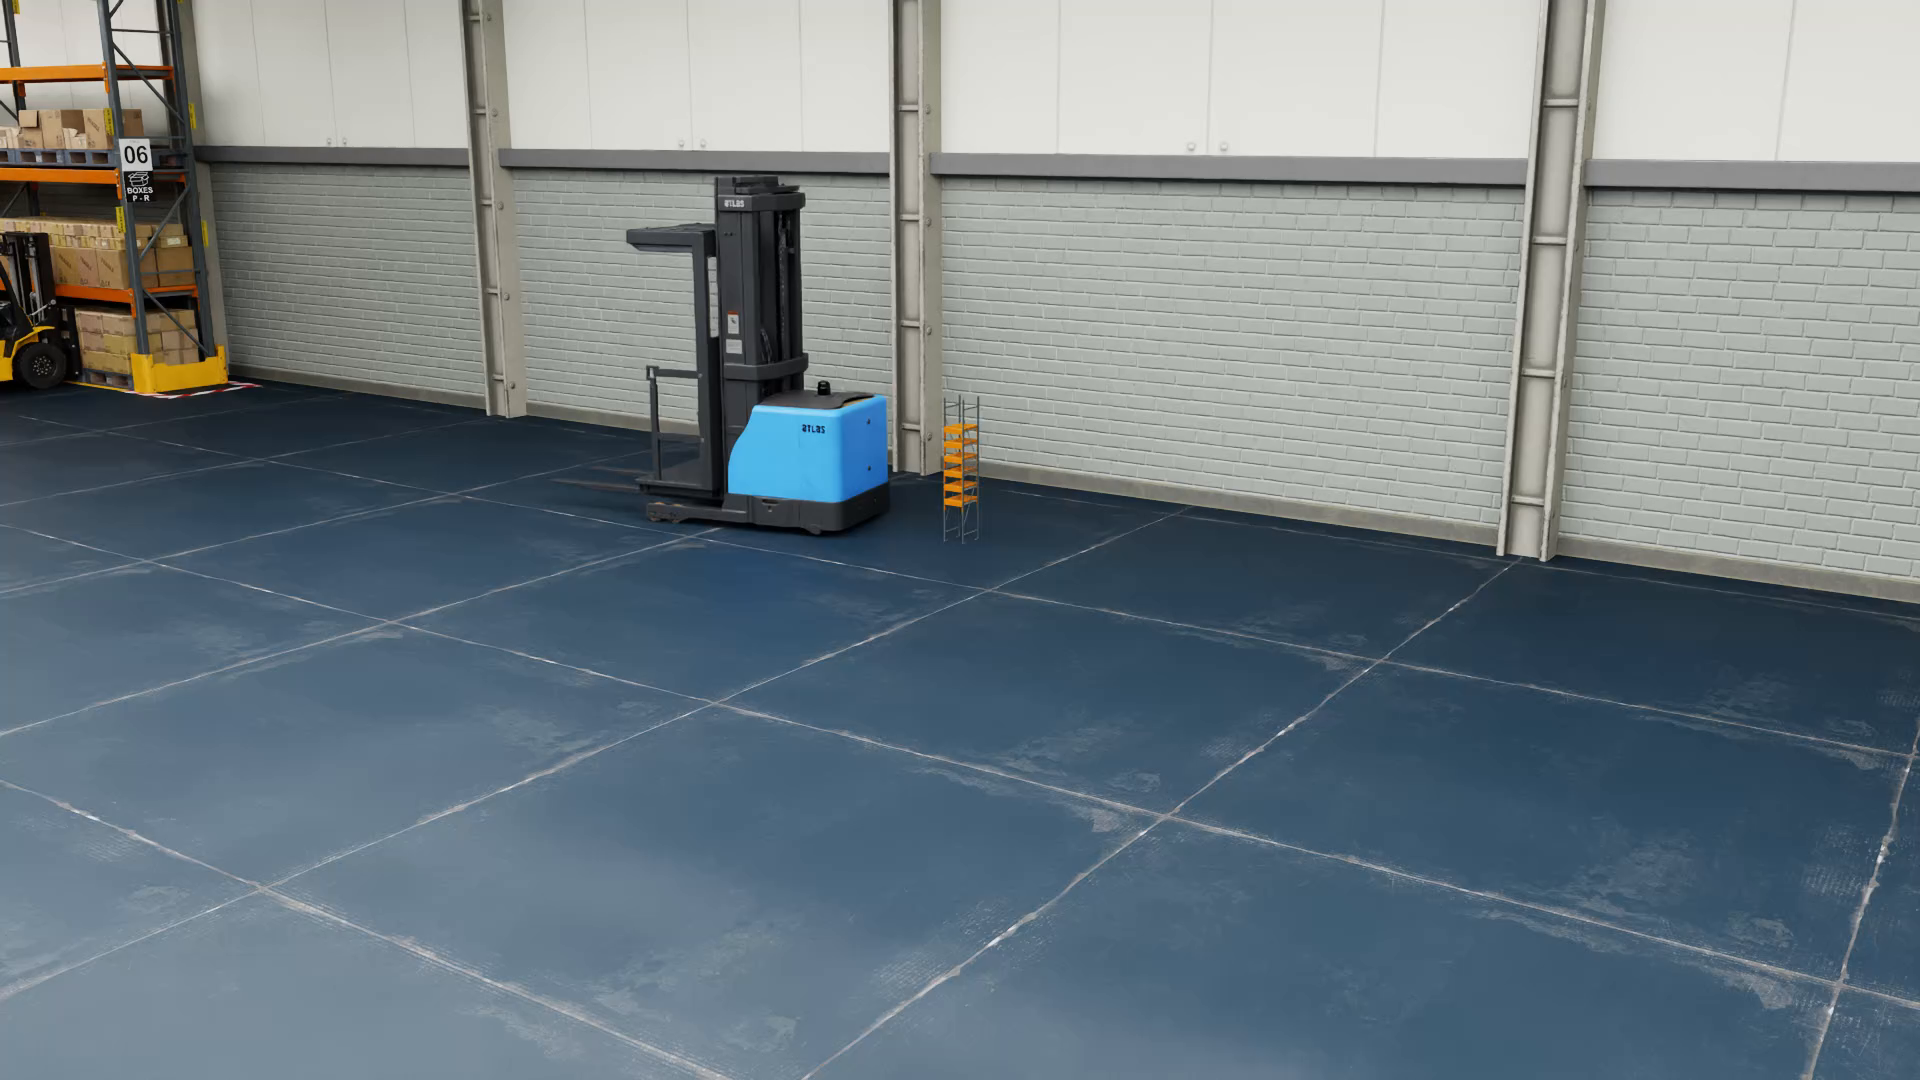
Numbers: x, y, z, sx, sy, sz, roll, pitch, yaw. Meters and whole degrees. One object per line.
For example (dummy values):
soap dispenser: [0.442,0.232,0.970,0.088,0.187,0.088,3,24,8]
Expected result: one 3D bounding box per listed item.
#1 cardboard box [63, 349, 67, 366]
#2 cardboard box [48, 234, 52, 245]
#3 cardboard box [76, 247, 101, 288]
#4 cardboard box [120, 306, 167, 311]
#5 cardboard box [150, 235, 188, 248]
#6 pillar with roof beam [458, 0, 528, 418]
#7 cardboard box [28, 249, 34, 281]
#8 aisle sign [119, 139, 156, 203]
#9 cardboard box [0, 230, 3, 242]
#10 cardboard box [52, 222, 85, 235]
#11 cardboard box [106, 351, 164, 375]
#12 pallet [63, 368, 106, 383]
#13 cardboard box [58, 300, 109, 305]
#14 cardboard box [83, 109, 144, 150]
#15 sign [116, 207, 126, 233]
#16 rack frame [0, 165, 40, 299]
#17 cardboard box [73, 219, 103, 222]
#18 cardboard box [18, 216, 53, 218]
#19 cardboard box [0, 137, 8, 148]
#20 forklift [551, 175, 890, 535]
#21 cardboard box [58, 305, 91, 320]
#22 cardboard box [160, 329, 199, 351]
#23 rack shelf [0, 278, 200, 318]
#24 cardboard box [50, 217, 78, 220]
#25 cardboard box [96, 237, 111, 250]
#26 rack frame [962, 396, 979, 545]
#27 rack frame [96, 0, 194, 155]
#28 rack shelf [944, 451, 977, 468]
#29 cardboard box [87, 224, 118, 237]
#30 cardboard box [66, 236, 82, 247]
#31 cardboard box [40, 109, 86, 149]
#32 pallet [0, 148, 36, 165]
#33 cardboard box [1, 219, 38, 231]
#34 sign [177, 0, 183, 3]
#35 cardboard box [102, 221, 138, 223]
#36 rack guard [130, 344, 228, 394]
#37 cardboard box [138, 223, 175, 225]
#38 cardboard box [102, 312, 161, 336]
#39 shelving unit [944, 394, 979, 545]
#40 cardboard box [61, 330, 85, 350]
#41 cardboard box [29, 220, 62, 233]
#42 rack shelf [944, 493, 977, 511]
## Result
cardboard box: [-12.135,-2.555,22.750,0.500,0.250,0.500,10,17,35]
cardboard box: [-12.238,-4.076,22.490,0.250,0.149,0.380,9,16,32]
cardboard box: [-11.288,-3.617,21.983,0.500,0.500,0.500,10,17,35]
cardboard box: [-11.018,-3.006,22.491,0.500,0.250,0.500,9,17,33]
cardboard box: [-10.445,-3.944,21.954,0.250,0.149,0.380,9,16,31]
pillar with roof beam: [-7.807,-5.005,15.315,0.400,9.000,9.100,9,17,33]
cardboard box: [-12.542,-3.822,22.813,0.500,0.500,0.500,9,17,32]
aisle sign: [-10.417,-4.678,21.066,0.004,0.787,0.394,9,17,33]
cardboard box: [-13.294,-4.253,23.204,0.250,0.149,0.380,10,17,34]
cardboard box: [-11.838,-4.148,22.160,0.250,0.149,0.380,10,17,34]
cardboard box: [-10.874,-2.352,21.931,0.500,0.250,0.500,9,17,33]
pallet: [-11.974,-2.387,23.028,1.213,0.211,1.003,9,17,33]
cardboard box: [-12.270,-3.211,23.320,0.500,0.250,0.500,9,17,33]
cardboard box: [-10.811,-5.251,21.260,0.500,0.500,0.500,10,17,35]
sign: [-10.622,-4.054,21.054,0.005,0.325,0.100,9,17,33]
rack frame: [-13.627,-4.019,23.818,0.127,3.000,1.000,9,17,33]
cardboard box: [-11.956,-4.326,22.881,0.250,0.149,0.380,10,17,34]
cardboard box: [-13.194,-4.545,23.763,0.250,0.149,0.380,9,17,33]
cardboard box: [-12.787,-5.382,22.521,0.250,0.149,0.380,10,17,34]
forklift: [-2.187,-1.678,14.502,3.031,2.935,1.130,6,15,22]
cardboard box: [-12.132,-3.040,22.627,0.500,0.250,0.500,9,16,32]
cardboard box: [-10.582,-2.699,22.293,0.500,0.250,0.500,10,17,34]
rack shelf: [-11.968,-3.402,22.821,4.000,0.370,1.077,9,17,33]
cardboard box: [-12.539,-4.449,23.376,0.250,0.149,0.380,9,16,32]
cardboard box: [-10.981,-3.865,21.638,0.250,0.149,0.380,9,17,34]
rack frame: [0.088,-0.568,13.622,0.006,1.200,0.240,9,17,33]
rack frame: [-10.308,-6.395,20.930,0.127,3.000,1.000,9,17,33]
rack shelf: [0.012,-0.654,13.653,0.180,0.103,0.258,9,17,33]
cardboard box: [-11.177,-4.053,21.778,0.250,0.149,0.380,10,17,34]
cardboard box: [-11.609,-3.974,22.078,0.250,0.149,0.380,9,16,31]
cardboard box: [-11.605,-5.408,21.895,0.500,0.500,0.700,9,17,33]
pallet: [-12.905,-5.323,23.027,1.213,0.211,1.003,9,17,33]
cardboard box: [-13.044,-4.376,23.081,0.250,0.149,0.380,9,16,32]
sign: [-9.993,-7.035,21.242,0.005,0.325,0.100,9,17,33]
cardboard box: [-11.322,-4.219,22.449,0.250,0.149,0.380,10,17,35]
rack guard: [-10.288,-2.266,21.938,0.348,0.500,1.175,9,17,33]
cardboard box: [-10.653,-4.127,22.074,0.250,0.149,0.380,10,17,35]
cardboard box: [-10.864,-2.837,21.809,0.500,0.250,0.500,10,17,35]
shelving unit: [0.012,-0.580,13.671,0.189,1.200,0.258,9,17,33]
cardboard box: [-11.737,-2.732,22.426,0.500,0.250,0.500,9,16,32]
cardboard box: [-12.415,-4.268,22.647,0.250,0.149,0.380,9,17,33]
rack shelf: [0.012,-0.304,13.740,0.180,0.103,0.258,9,17,33]
